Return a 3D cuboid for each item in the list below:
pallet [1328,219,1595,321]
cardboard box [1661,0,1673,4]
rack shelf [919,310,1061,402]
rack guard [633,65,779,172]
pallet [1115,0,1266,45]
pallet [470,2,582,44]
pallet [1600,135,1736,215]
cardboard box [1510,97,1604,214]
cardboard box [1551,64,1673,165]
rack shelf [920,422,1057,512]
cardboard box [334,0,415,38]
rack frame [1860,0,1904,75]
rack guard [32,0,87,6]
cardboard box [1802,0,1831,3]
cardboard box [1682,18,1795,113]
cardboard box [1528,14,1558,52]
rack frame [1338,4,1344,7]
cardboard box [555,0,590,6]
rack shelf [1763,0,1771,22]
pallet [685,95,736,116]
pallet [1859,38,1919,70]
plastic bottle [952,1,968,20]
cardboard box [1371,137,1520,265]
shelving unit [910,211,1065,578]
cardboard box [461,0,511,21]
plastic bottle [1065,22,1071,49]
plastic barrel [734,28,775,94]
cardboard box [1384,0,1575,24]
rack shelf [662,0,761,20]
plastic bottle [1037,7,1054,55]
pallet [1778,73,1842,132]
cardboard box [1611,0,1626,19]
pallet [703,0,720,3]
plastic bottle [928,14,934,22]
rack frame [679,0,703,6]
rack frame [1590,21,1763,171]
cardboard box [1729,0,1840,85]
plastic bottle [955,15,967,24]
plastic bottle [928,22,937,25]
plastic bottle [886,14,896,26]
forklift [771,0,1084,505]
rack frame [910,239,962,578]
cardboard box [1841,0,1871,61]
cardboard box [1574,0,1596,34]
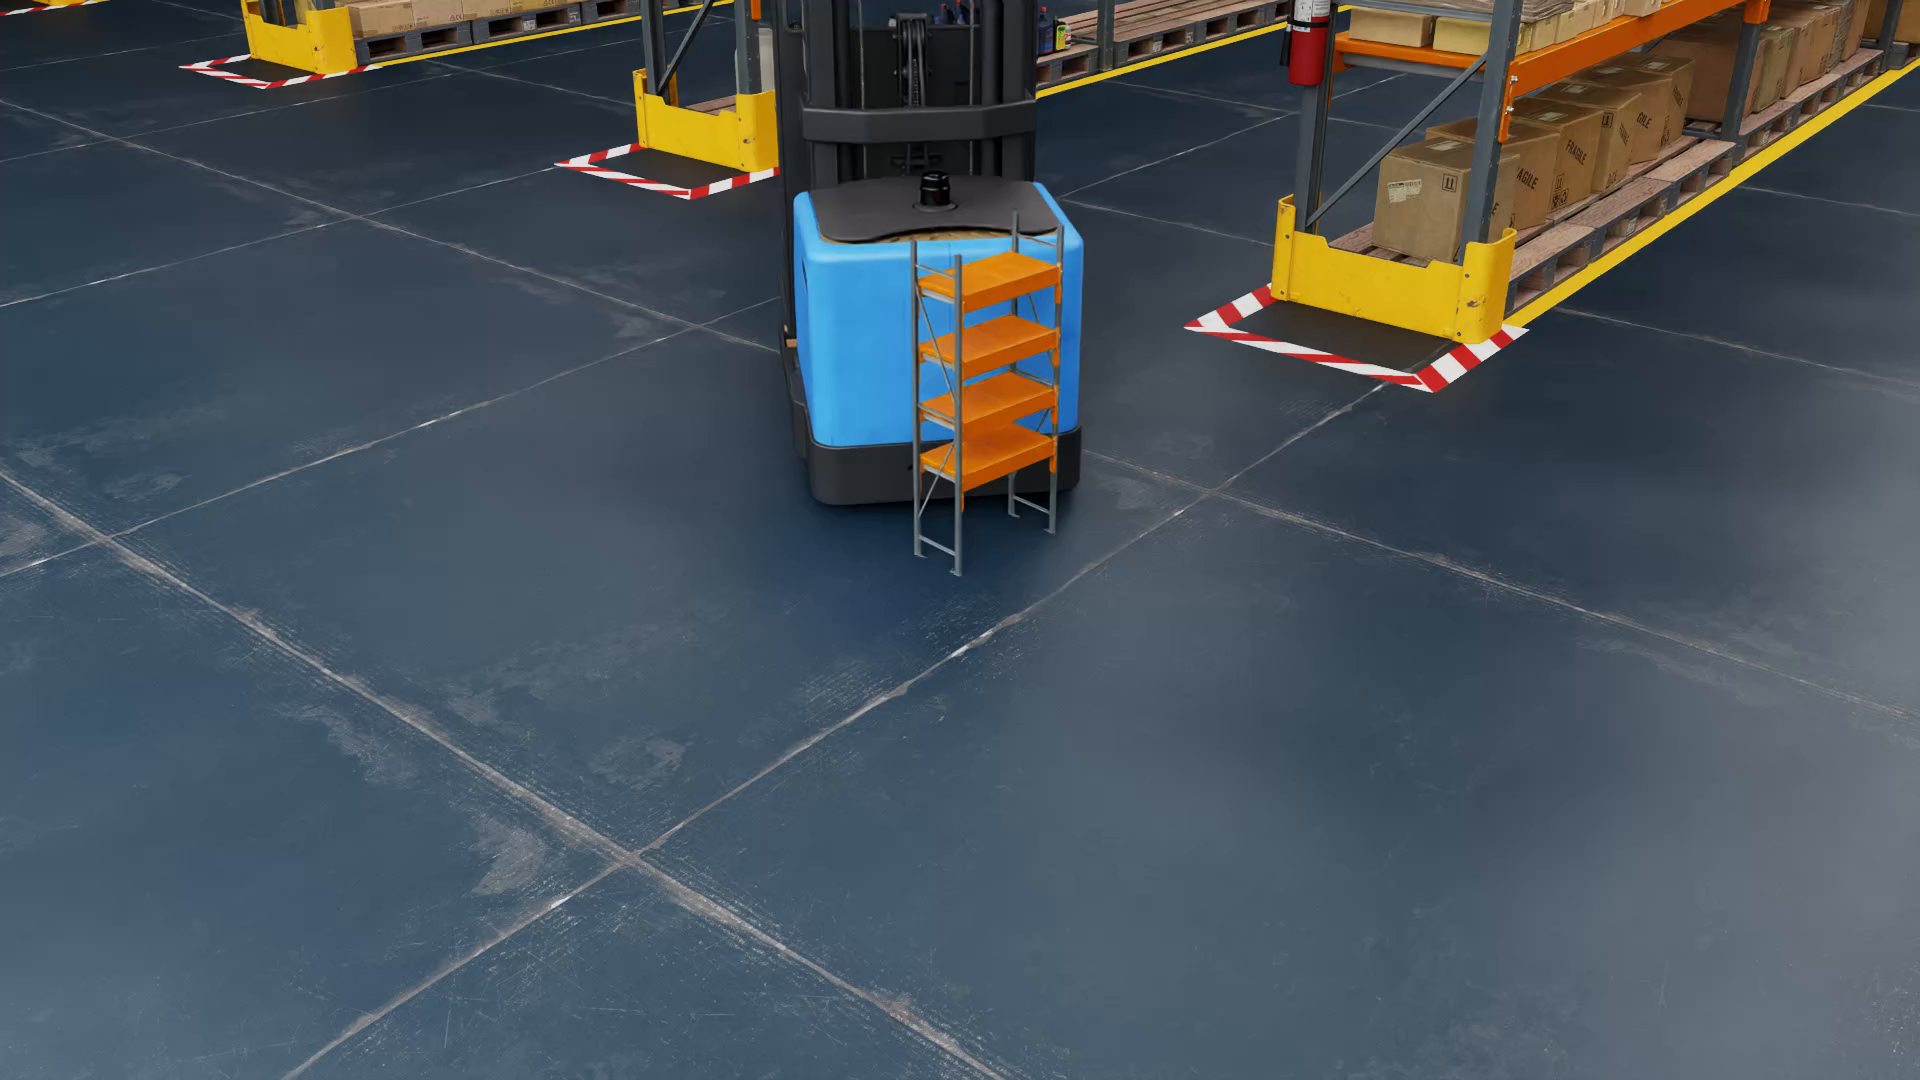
[{"bbox_3d":[2.708,-1.542,9.002,1.003,0.211,1.213,21,34,34],"label":"pallet"},{"bbox_3d":[3.785,-3.093,9.238,0.380,0.149,0.250,21,34,34],"label":"cardboard box"},{"bbox_3d":[0.097,-0.655,5.870,0.480,0.148,0.258,-24,35,-38],"label":"rack shelf"},{"bbox_3d":[-1.694,-2.854,11.223,1.175,0.500,0.348,21,34,34],"label":"rack guard"},{"bbox_3d":[2.083,-4.828,15.353,1.003,0.211,1.213,21,34,34],"label":"pallet"},{"bbox_3d":[-4.296,-4.848,15.392,1.003,0.211,1.213,21,34,34],"label":"pallet"},{"bbox_3d":[4.260,-2.408,10.674,1.003,0.211,1.213,21,34,34],"label":"pallet"},{"bbox_3d":[3.292,-2.208,9.516,0.500,0.500,0.500,25,36,39],"label":"cardboard box"},{"bbox_3d":[4.016,-2.635,10.343,0.500,0.500,0.500,-16,31,-28],"label":"cardboard box"},{"bbox_3d":[0.097,-0.280,6.064,0.480,0.148,0.258,-24,35,-38],"label":"rack shelf"},{"bbox_3d":[-5.013,-4.463,14.149,0.500,0.250,0.500,21,34,34],"label":"cardboard box"},{"bbox_3d":[7.204,-5.313,13.255,1.000,3.000,0.127,21,34,34],"label":"rack frame"},{"bbox_3d":[-9.302,-5.736,16.794,1.175,0.500,0.348,21,34,34],"label":"rack guard"},{"bbox_3d":[6.472,-4.294,12.711,0.500,0.250,0.500,-24,36,-38],"label":"cardboard box"},{"bbox_3d":[5.385,-3.355,11.712,0.700,0.500,0.500,21,34,34],"label":"cardboard box"},{"bbox_3d":[2.655,-2.479,8.051,0.380,0.149,0.250,21,34,34],"label":"cardboard box"},{"bbox_3d":[3.382,-6.760,16.053,1.000,3.000,0.127,21,34,34],"label":"rack frame"},{"bbox_3d":[-3.740,-5.172,15.519,0.500,0.250,0.500,21,34,34],"label":"cardboard box"},{"bbox_3d":[5.932,-4.284,12.050,1.077,0.370,4.000,21,34,34],"label":"rack shelf"},{"bbox_3d":[-1.173,-3.013,11.844,1.003,0.211,1.213,21,34,34],"label":"pallet"},{"bbox_3d":[7.764,-4.332,14.394,1.003,0.211,1.213,21,34,34],"label":"pallet"},{"bbox_3d":[0.004,-4.196,13.501,0.144,0.351,0.185,22,34,36],"label":"plastic bottle"},{"bbox_3d":[2.526,-1.769,8.669,0.500,0.500,0.500,-21,34,-35],"label":"cardboard box"},{"bbox_3d":[0.097,-0.516,5.942,0.503,1.200,0.258,-24,35,-38],"label":"shelving unit"},{"bbox_3d":[-4.380,-4.819,14.836,0.500,0.250,0.500,21,34,34],"label":"cardboard box"},{"bbox_3d":[0.848,-4.075,13.429,0.097,0.201,0.097,0,27,0],"label":"plastic bottle"},{"bbox_3d":[-1.347,-3.261,11.540,0.421,0.512,0.421,0,27,0],"label":"plastic barrel"},{"bbox_3d":[2.487,-2.840,8.042,0.875,0.500,0.500,21,34,34],"label":"cardboard box"},{"bbox_3d":[-0.434,-4.313,12.106,1.077,0.370,4.000,21,34,34],"label":"rack shelf"},{"bbox_3d":[0.651,-4.048,13.215,0.144,0.351,0.185,20,33,33],"label":"plastic bottle"},{"bbox_3d":[5.930,-3.367,12.529,1.003,0.211,1.213,21,34,34],"label":"pallet"},{"bbox_3d":[3.271,-2.841,8.751,0.380,0.149,0.250,21,34,34],"label":"cardboard box"},{"bbox_3d":[-2.543,-5.825,17.281,1.003,0.211,1.213,21,34,34],"label":"pallet"},{"bbox_3d":[-0.253,-4.053,13.297,0.061,0.283,0.133,23,35,37],"label":"plastic bottle"},{"bbox_3d":[-2.982,-6.791,16.113,1.000,3.000,0.127,21,34,34],"label":"rack frame"},{"bbox_3d":[4.660,-3.895,10.514,1.000,3.000,0.127,21,34,34],"label":"rack frame"},{"bbox_3d":[6.095,-3.751,12.478,0.700,0.500,0.500,24,36,38],"label":"cardboard box"},{"bbox_3d":[0.005,-4.074,13.351,0.097,0.271,0.097,0,27,0],"label":"plastic bottle"},{"bbox_3d":[-0.256,-3.911,13.031,0.152,0.276,0.135,21,34,34],"label":"plastic bottle"},{"bbox_3d":[-0.504,-3.912,12.953,0.144,0.351,0.185,22,35,36],"label":"plastic bottle"},{"bbox_3d":[-0.263,-2.087,7.095,1.130,2.935,3.031,-4,28,-8],"label":"forklift"},{"bbox_3d":[-0.080,-0.439,5.793,0.015,1.200,0.240,-24,35,-38],"label":"rack frame"},{"bbox_3d":[6.793,-4.155,13.258,0.700,0.500,0.500,19,33,32],"label":"cardboard box"},{"bbox_3d":[2.968,-2.658,8.397,0.380,0.149,0.250,21,34,34],"label":"cardboard box"}]
